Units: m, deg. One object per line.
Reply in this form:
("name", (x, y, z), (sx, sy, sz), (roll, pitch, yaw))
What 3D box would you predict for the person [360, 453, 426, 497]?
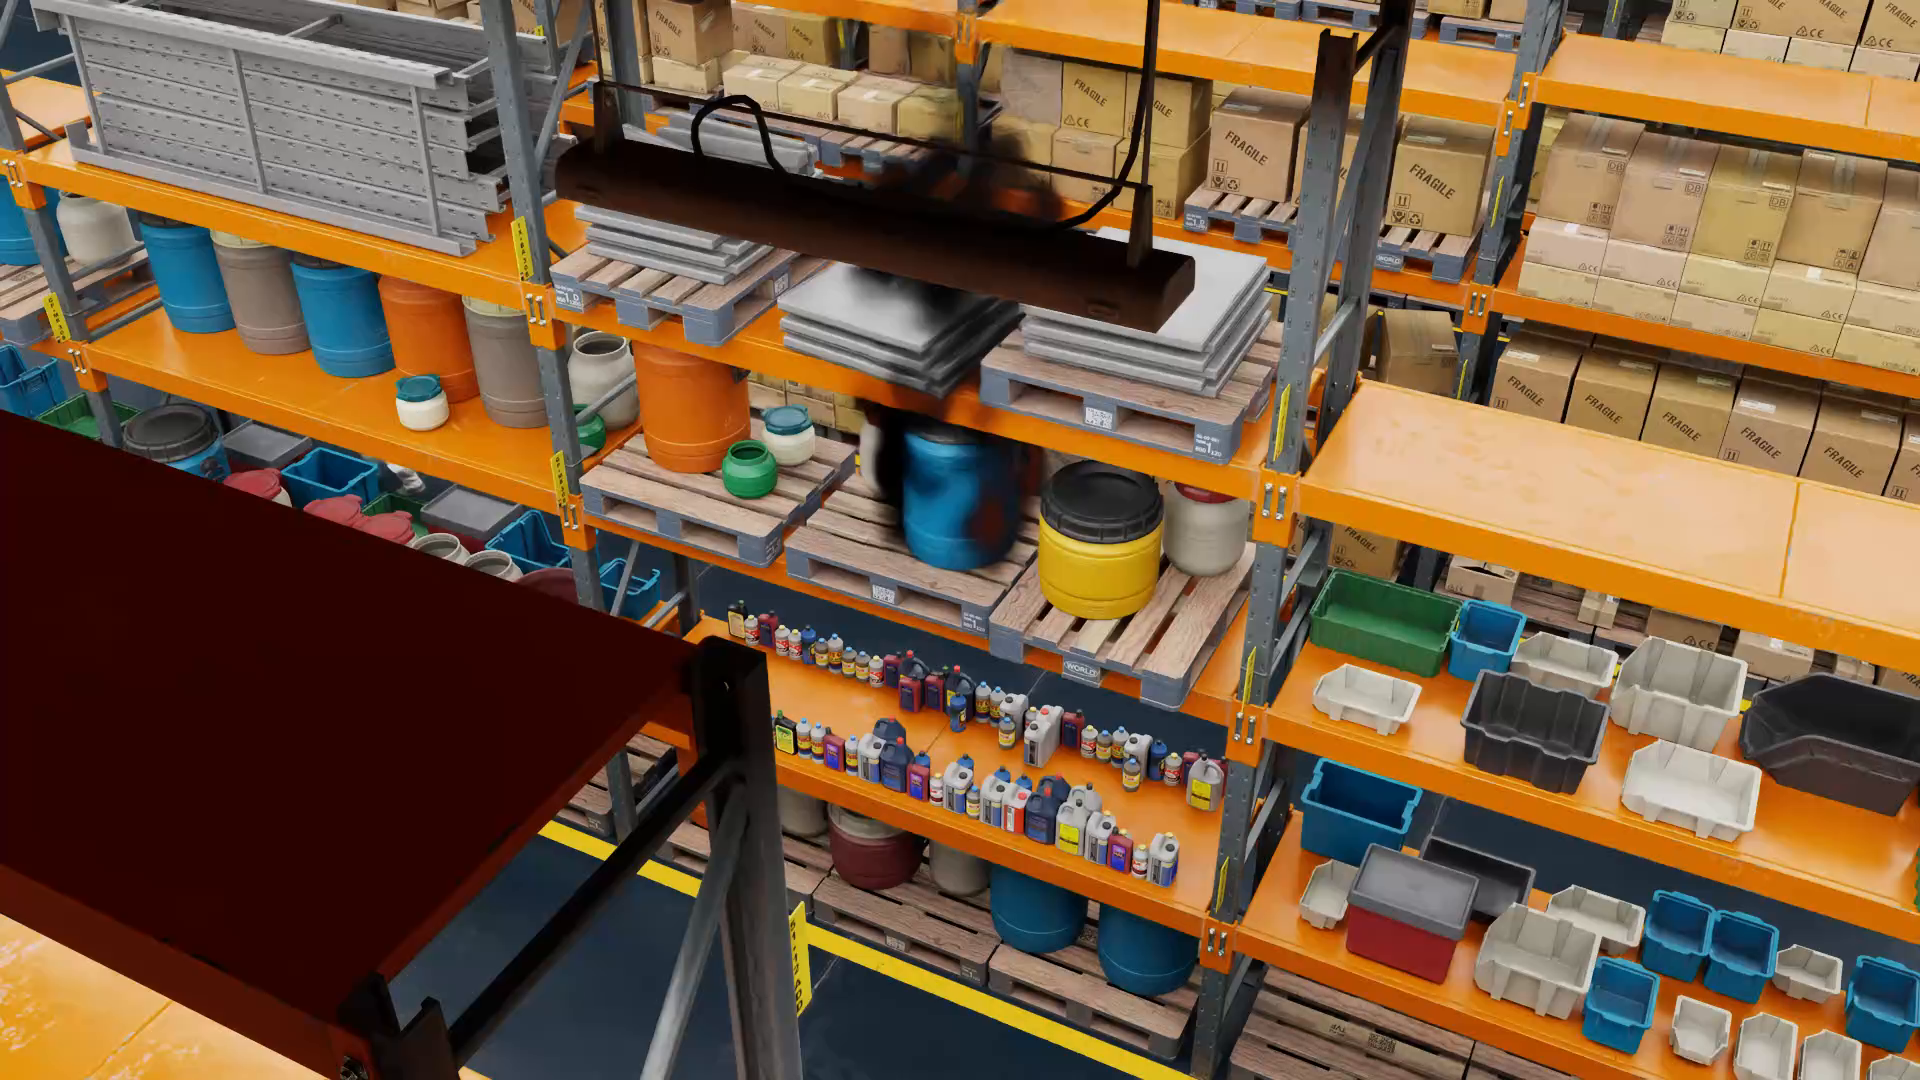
("person", (-4.951, -1.142, 13.923), (0.826, 1.840, 0.650), (8, 36, 11))
